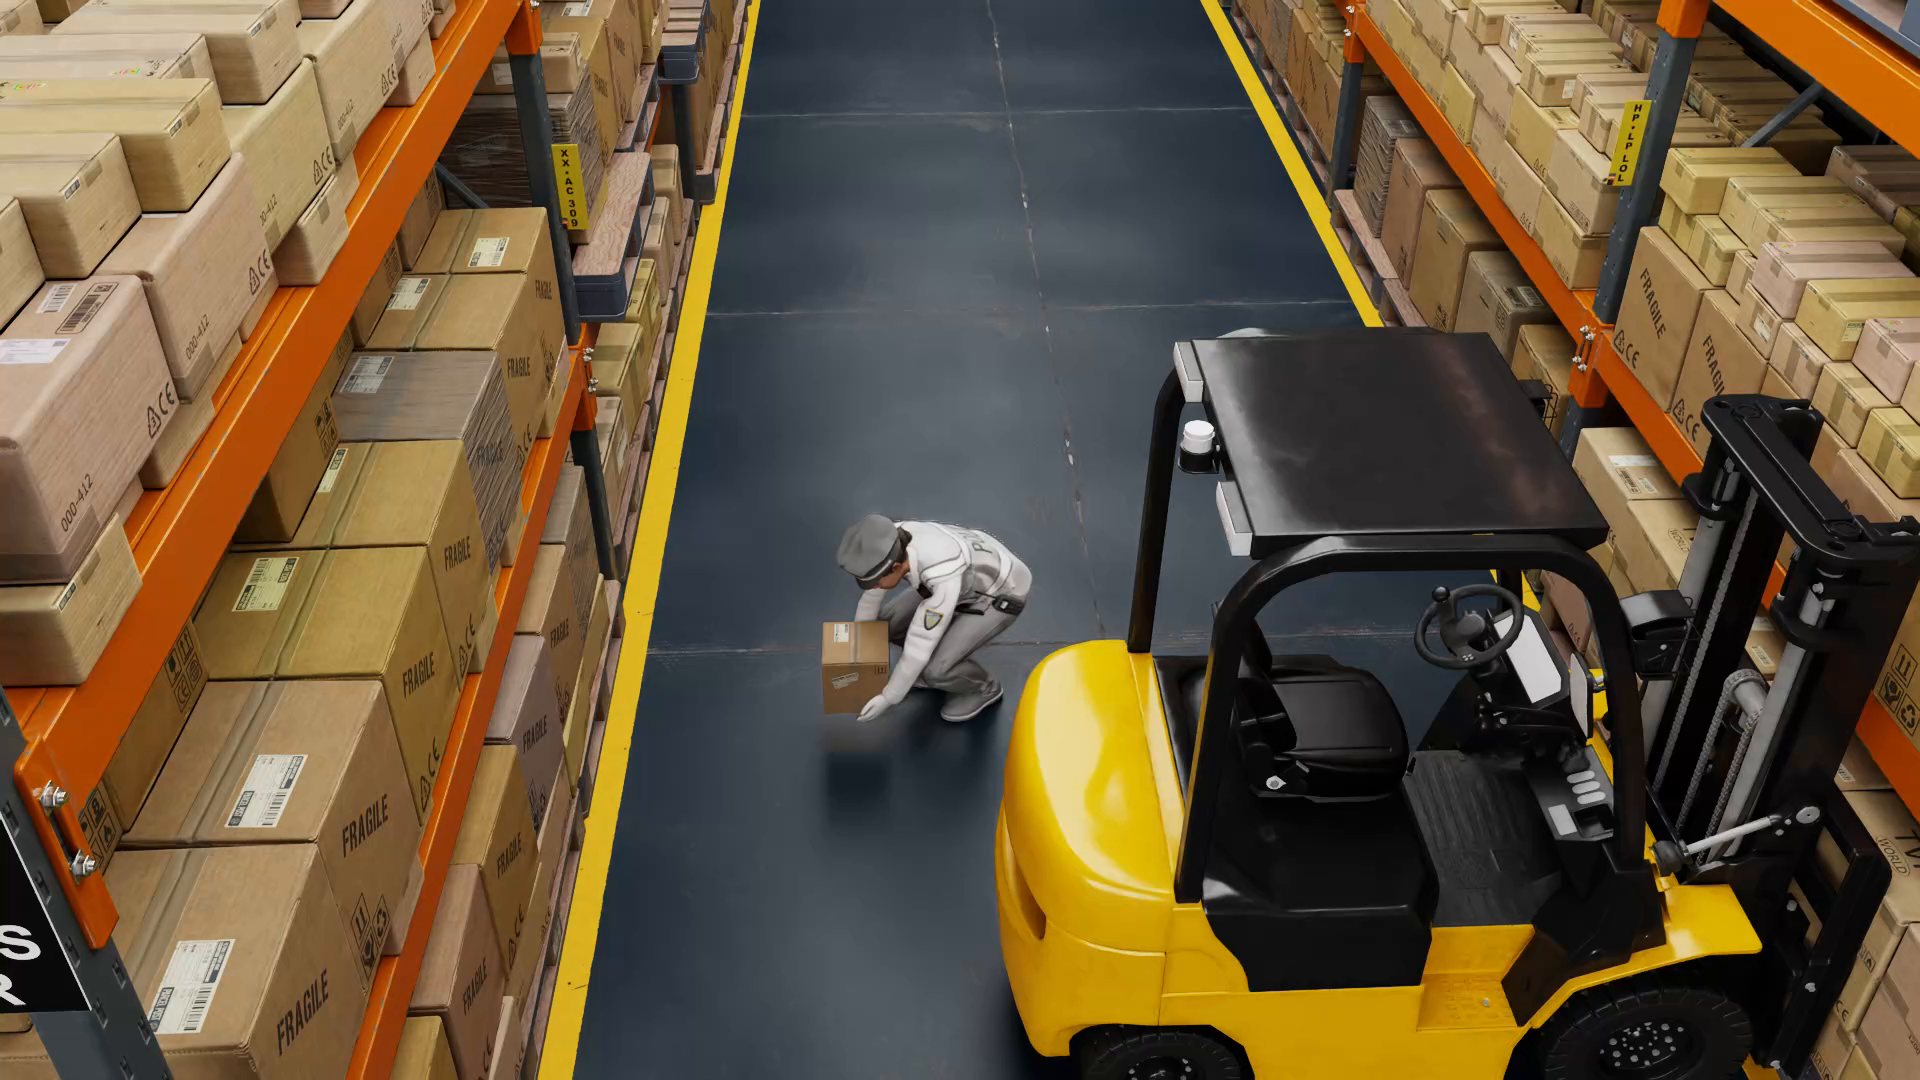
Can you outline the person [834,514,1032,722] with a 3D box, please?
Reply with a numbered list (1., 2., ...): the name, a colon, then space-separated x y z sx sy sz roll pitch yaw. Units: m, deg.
1. person: -0.101 0.257 6.370 0.818 0.993 0.494 -20 40 -26
